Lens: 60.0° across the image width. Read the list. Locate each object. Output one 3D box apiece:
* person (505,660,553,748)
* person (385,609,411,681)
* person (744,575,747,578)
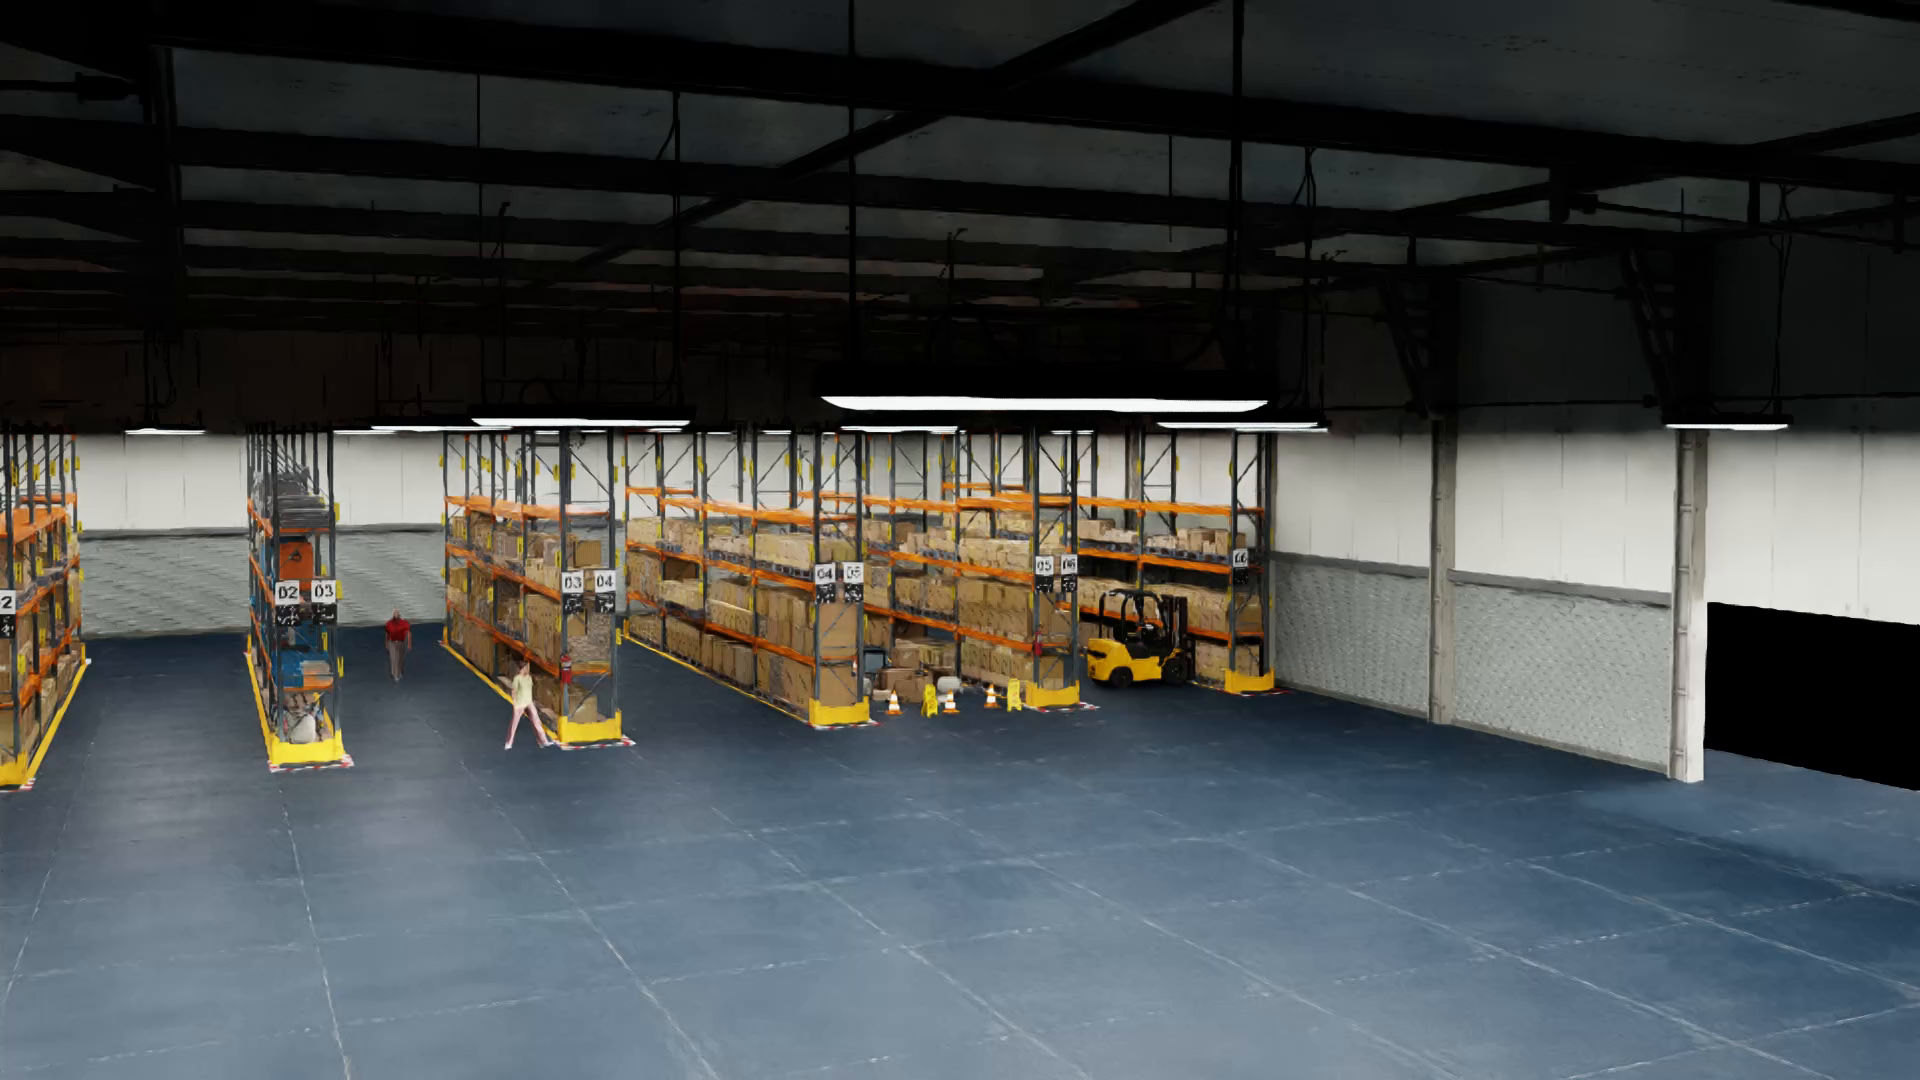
[{"bbox_3d":[-7.913,2.994,30.321,0.879,1.621,0.571,3,5,38],"label":"person"},{"bbox_3d":[-13.190,2.442,39.047,0.545,1.669,1.040,-2,4,-26],"label":"person"},{"bbox_3d":[-6.279,1.862,48.275,0.453,1.672,0.554,-2,4,-27],"label":"person"}]
